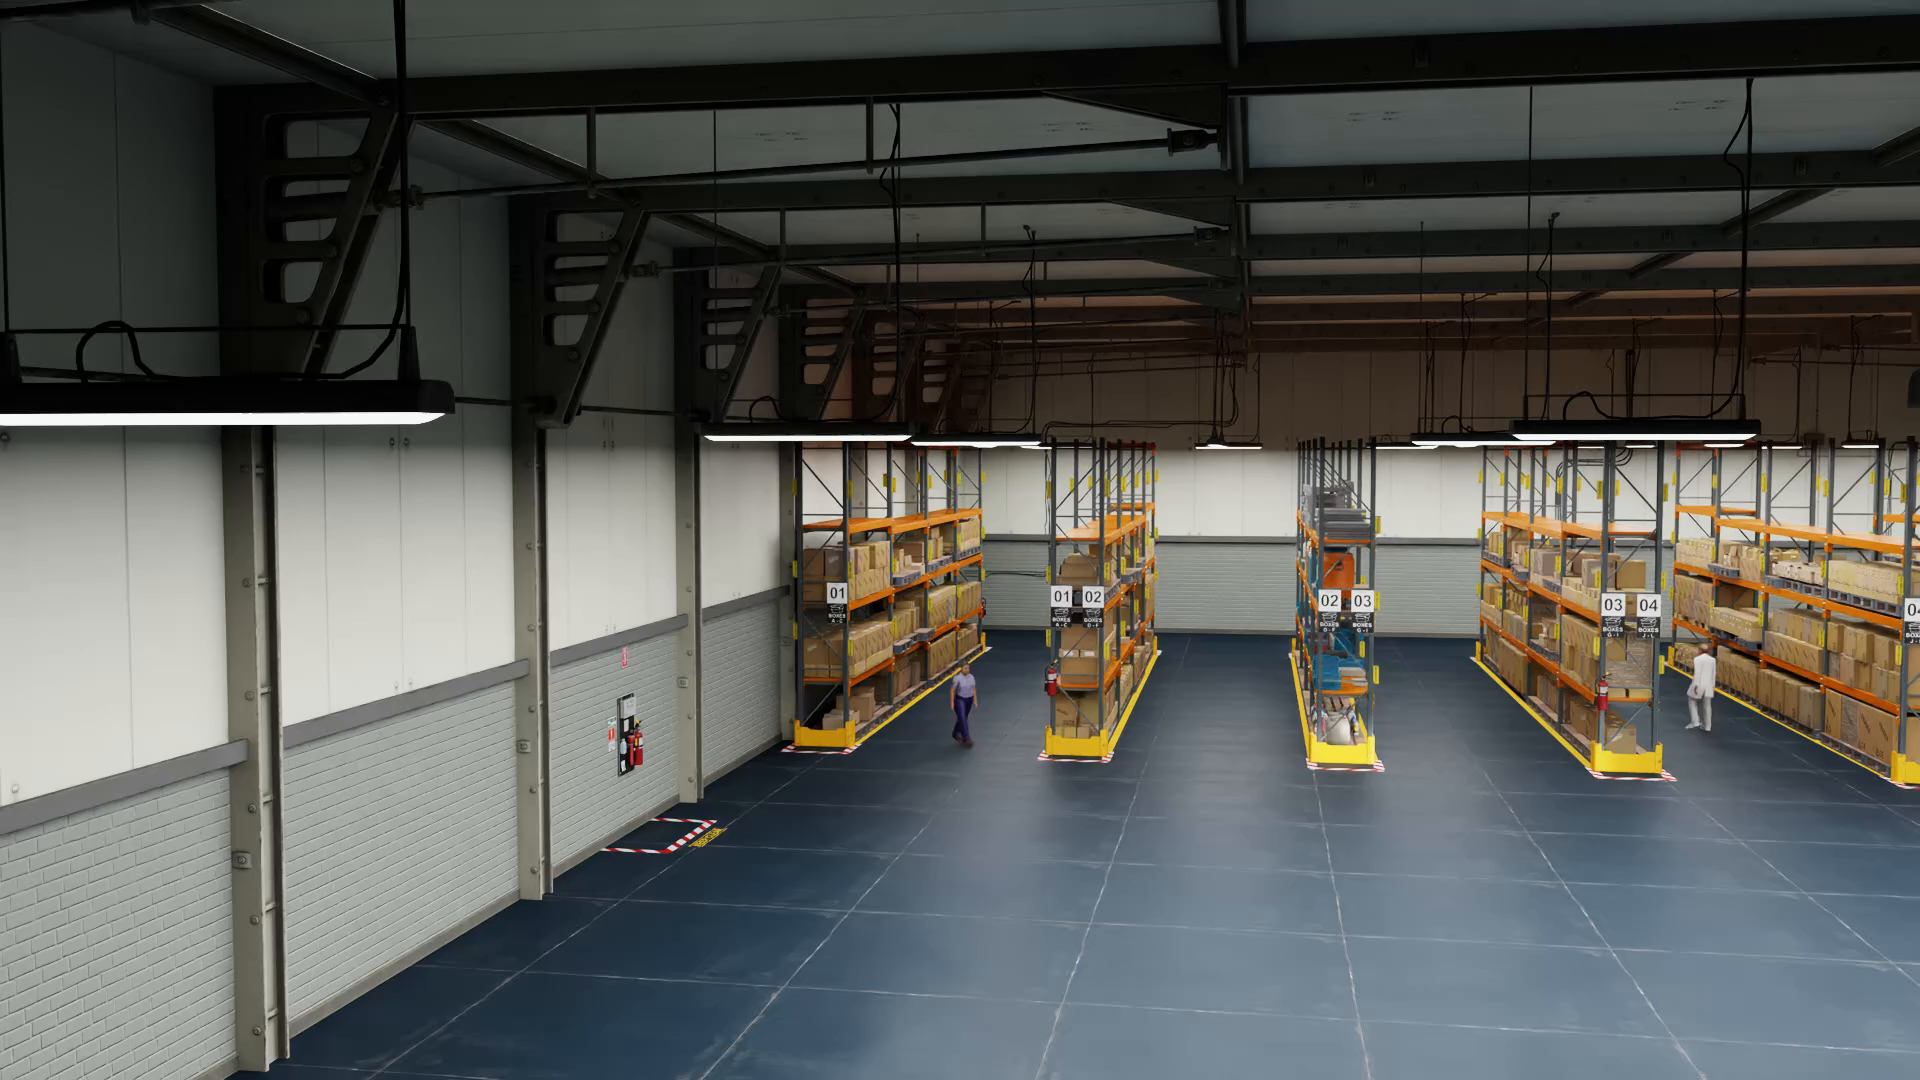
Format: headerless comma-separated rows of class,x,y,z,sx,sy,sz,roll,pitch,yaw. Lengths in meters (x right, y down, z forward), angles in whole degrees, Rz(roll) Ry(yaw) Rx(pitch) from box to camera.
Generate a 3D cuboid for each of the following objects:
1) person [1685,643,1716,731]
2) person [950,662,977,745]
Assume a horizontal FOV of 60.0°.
person,15.292,3.043,34.157,0.577,1.814,0.595,0,3,1
person,0.095,3.179,32.532,0.532,1.593,0.970,-2,4,-40
